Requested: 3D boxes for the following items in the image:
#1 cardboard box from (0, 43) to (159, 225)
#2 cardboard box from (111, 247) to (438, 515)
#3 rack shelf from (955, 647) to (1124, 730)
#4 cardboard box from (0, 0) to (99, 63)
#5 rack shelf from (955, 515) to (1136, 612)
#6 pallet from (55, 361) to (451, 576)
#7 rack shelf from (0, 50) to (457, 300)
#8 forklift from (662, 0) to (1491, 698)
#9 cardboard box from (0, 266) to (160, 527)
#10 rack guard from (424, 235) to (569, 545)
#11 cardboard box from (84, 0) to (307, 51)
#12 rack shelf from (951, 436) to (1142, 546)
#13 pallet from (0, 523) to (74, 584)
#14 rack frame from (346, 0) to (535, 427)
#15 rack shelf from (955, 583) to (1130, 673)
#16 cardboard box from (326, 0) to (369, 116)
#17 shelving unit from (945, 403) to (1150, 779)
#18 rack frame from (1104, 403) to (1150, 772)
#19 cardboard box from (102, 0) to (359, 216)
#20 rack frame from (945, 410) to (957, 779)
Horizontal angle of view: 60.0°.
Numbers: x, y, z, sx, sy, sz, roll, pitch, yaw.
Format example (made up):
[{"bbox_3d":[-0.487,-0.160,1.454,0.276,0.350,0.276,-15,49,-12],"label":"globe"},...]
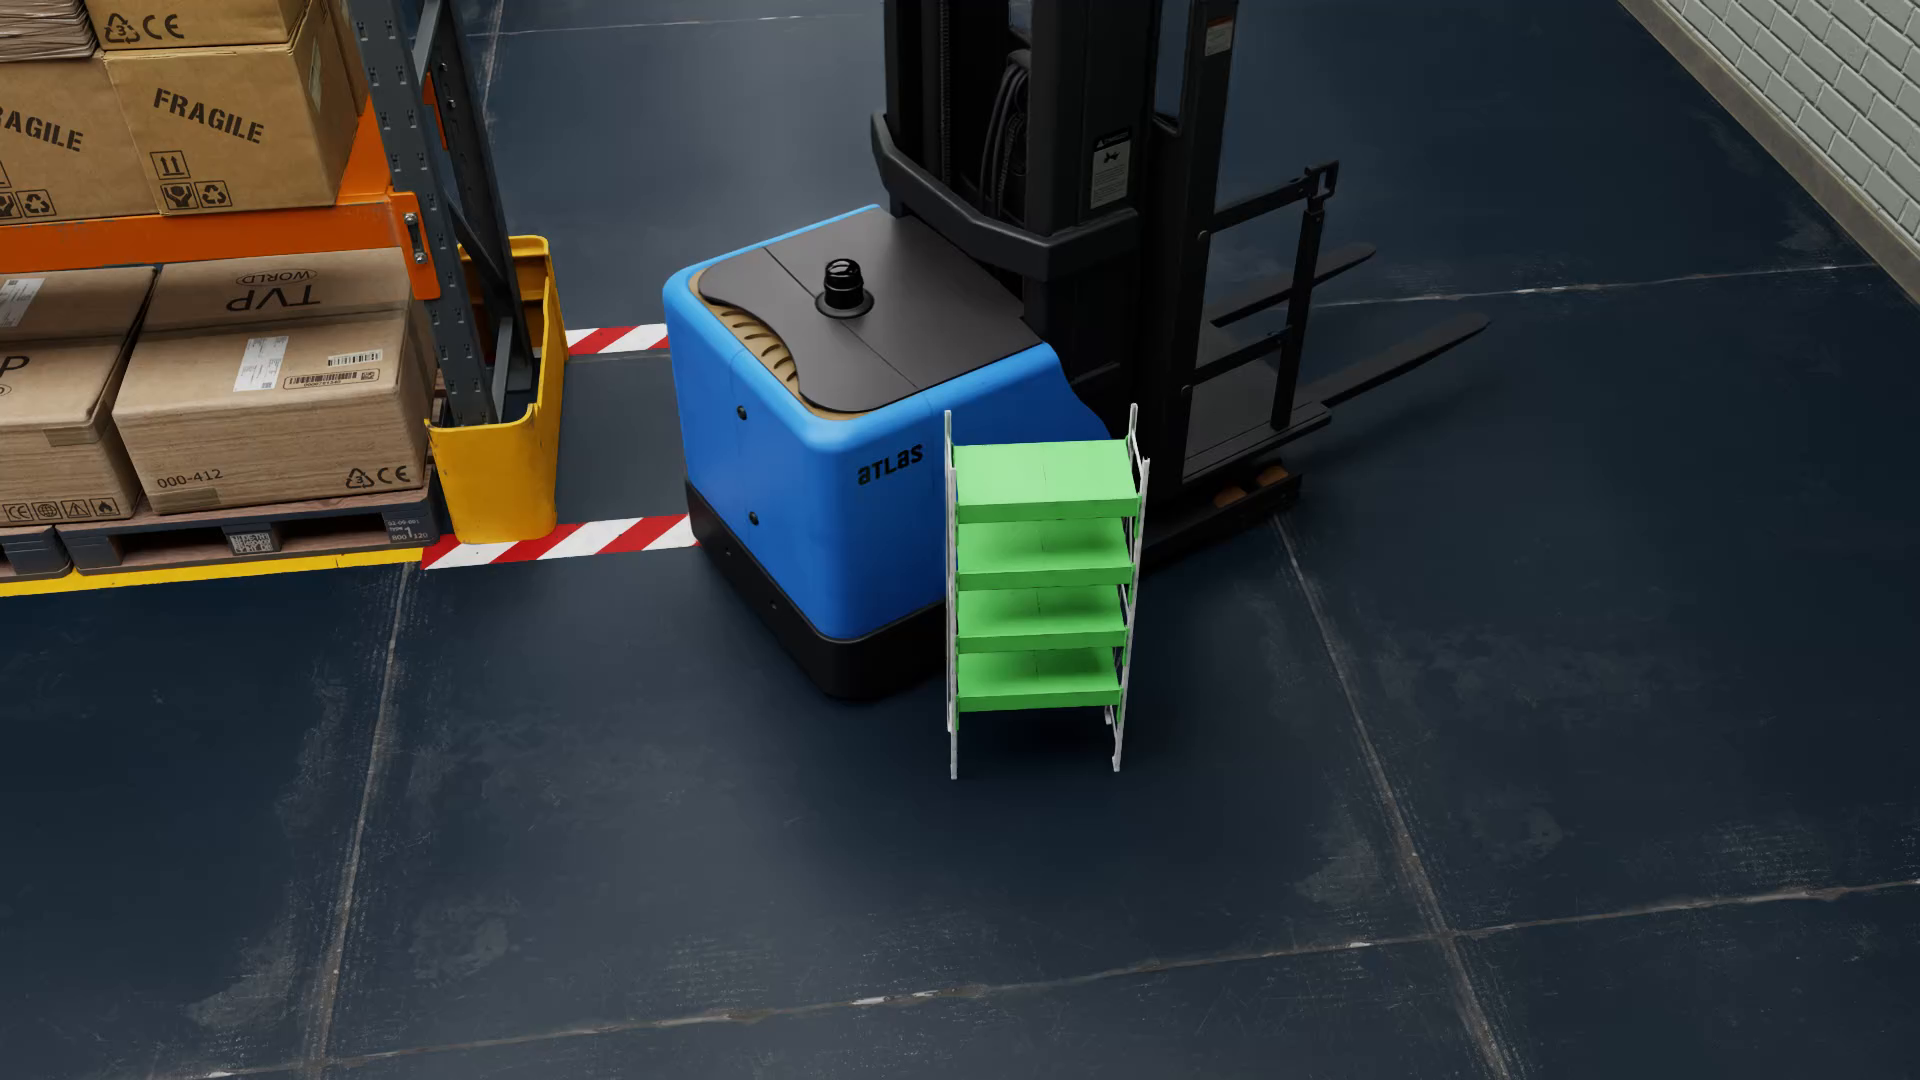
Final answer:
[{"bbox_3d":[-2.616,-1.279,4.854,0.500,0.500,0.500,-6,42,-6],"label":"cardboard box"},{"bbox_3d":[-2.314,-0.574,5.746,0.875,0.438,0.875,-6,42,-7],"label":"cardboard box"},{"bbox_3d":[0.219,0.403,4.861,0.480,0.148,0.258,-2,42,-3],"label":"rack shelf"},{"bbox_3d":[-2.634,-1.636,4.504,0.500,0.500,0.500,-5,42,-5],"label":"cardboard box"},{"bbox_3d":[0.219,0.047,4.539,0.480,0.148,0.258,-2,42,-3],"label":"rack shelf"},{"bbox_3d":[-2.455,-0.336,5.965,1.213,0.211,1.003,-5,42,-6],"label":"pallet"},{"bbox_3d":[-3.656,-1.052,5.214,4.000,0.370,1.077,-5,42,-6],"label":"rack shelf"},{"bbox_3d":[0.588,-1.380,5.092,3.031,2.935,1.130,-24,47,-25],"label":"forklift"},{"bbox_3d":[-3.220,-0.489,5.652,0.875,0.438,0.875,-4,42,-4],"label":"cardboard box"},{"bbox_3d":[-1.649,-0.567,6.005,0.348,0.500,1.175,-5,42,-6],"label":"rack guard"},{"bbox_3d":[-2.120,-1.701,4.575,0.500,0.500,0.500,-4,42,-4],"label":"cardboard box"},{"bbox_3d":[0.219,-0.131,4.378,0.480,0.148,0.258,-2,42,-3],"label":"rack shelf"},{"bbox_3d":[-3.662,-0.232,5.850,1.213,0.211,1.003,-5,42,-6],"label":"pallet"},{"bbox_3d":[-1.672,-1.493,5.166,0.127,3.000,1.000,-5,42,-6],"label":"rack frame"},{"bbox_3d":[0.219,0.225,4.700,0.480,0.148,0.258,-2,42,-3],"label":"rack shelf"},{"bbox_3d":[-2.186,-1.679,5.297,0.500,0.500,0.500,-5,42,-6],"label":"cardboard box"},{"bbox_3d":[0.219,0.178,4.657,0.503,1.200,0.258,-2,42,-3],"label":"shelving unit"},{"bbox_3d":[0.463,0.168,4.668,0.015,1.200,0.240,-2,42,-3],"label":"rack frame"},{"bbox_3d":[-2.116,-1.312,4.891,0.500,0.500,0.500,-5,42,-5],"label":"cardboard box"},{"bbox_3d":[-0.024,0.188,4.646,0.015,1.200,0.240,-2,42,-3],"label":"rack frame"}]
